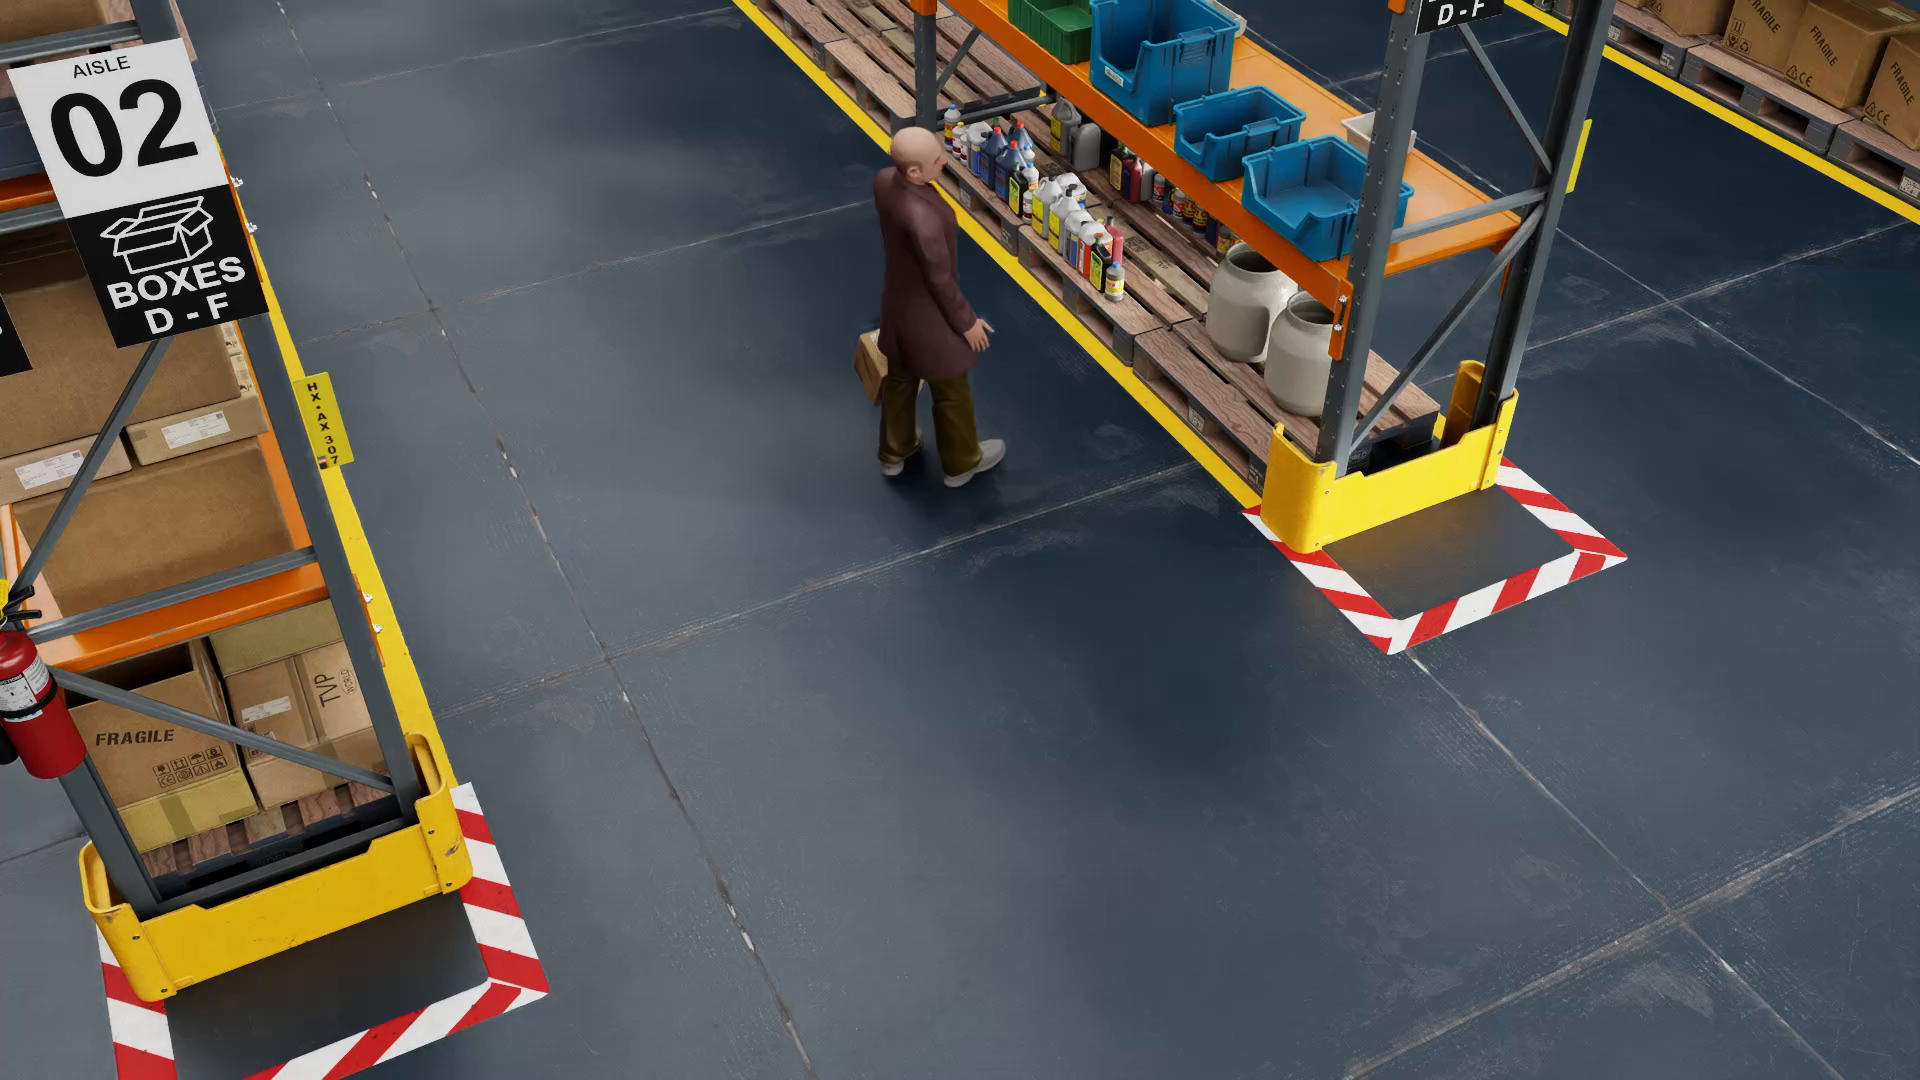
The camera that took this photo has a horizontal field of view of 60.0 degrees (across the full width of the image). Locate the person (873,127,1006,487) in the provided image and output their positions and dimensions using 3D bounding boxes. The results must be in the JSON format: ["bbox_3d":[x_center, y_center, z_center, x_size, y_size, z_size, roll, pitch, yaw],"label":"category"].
[{"bbox_3d":[-0.084,-1.035,7.334,0.586,1.785,0.609,-20,45,-22],"label":"person"}]
